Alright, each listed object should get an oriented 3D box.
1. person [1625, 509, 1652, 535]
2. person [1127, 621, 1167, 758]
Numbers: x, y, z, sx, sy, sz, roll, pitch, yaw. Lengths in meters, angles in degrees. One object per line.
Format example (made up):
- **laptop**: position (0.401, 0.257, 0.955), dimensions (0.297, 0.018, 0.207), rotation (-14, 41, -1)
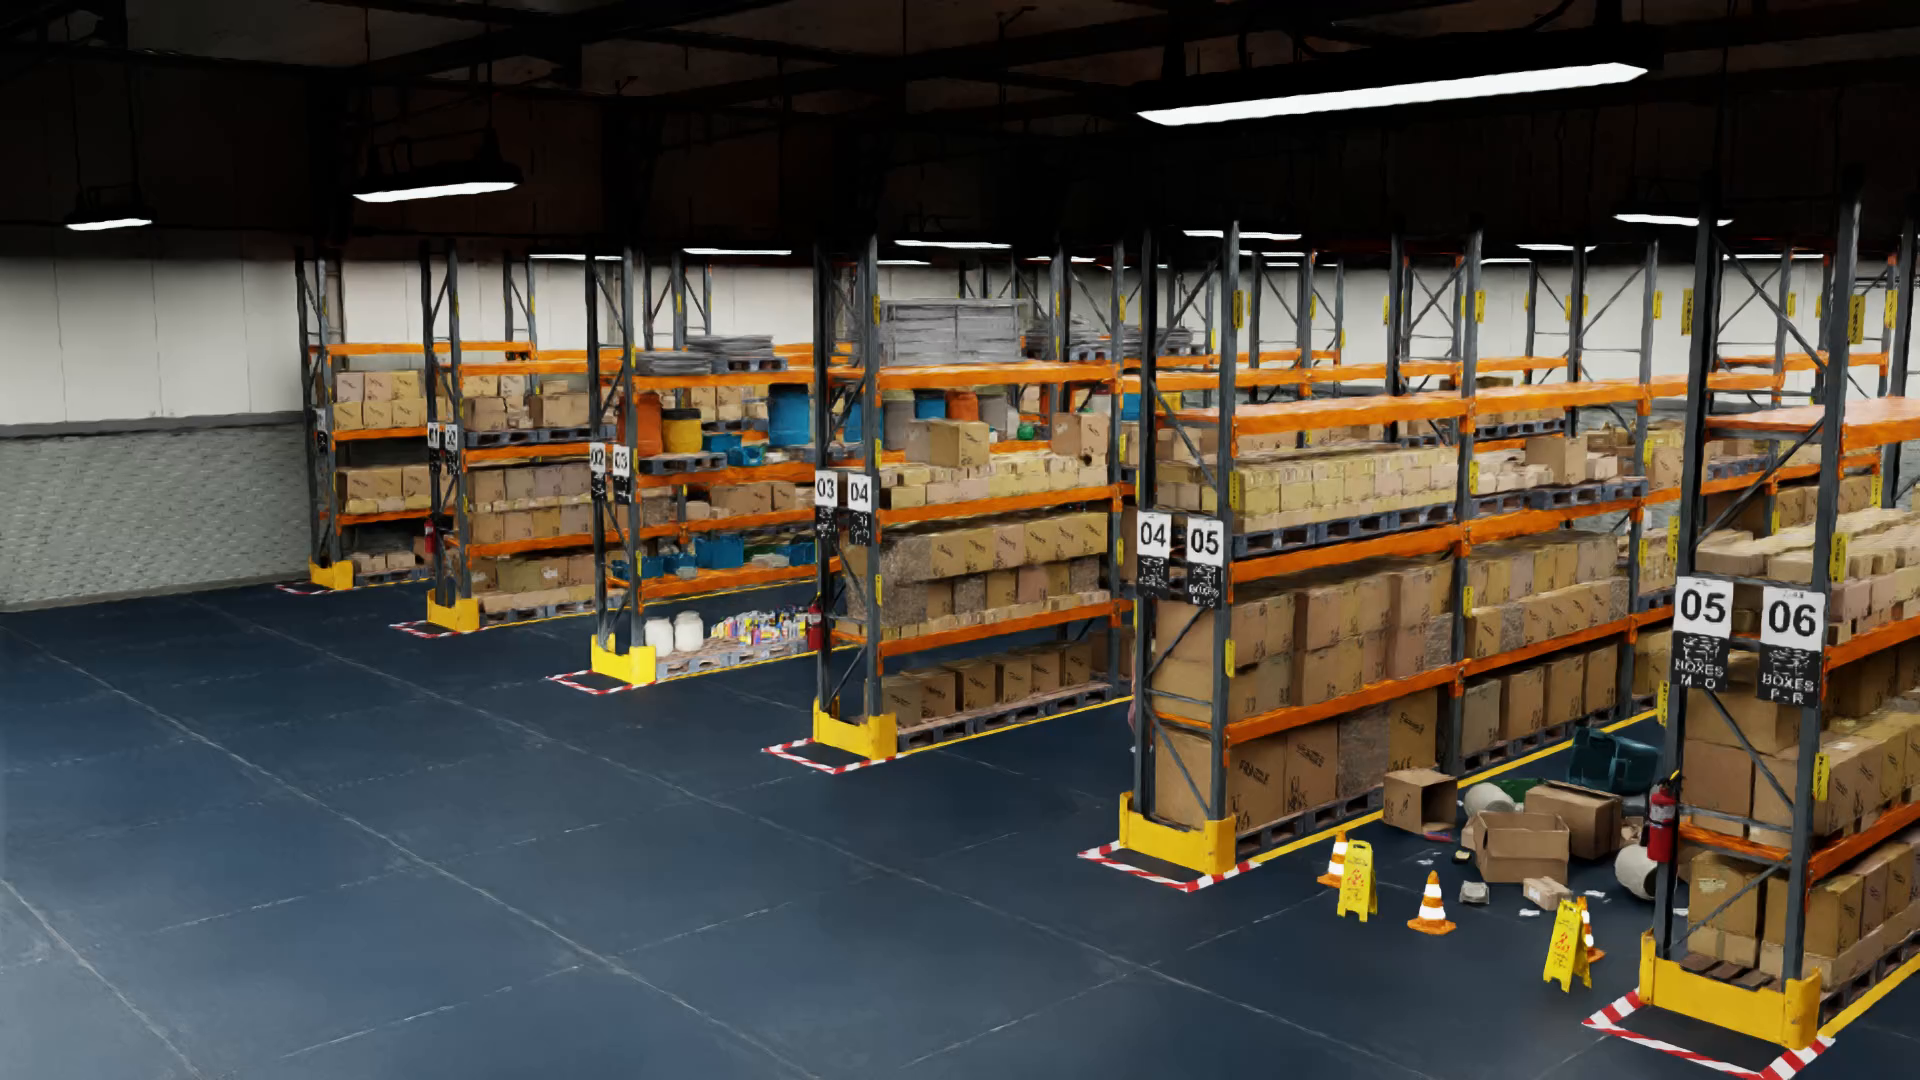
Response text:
- **person**: position (11.649, 0.081, 28.683), dimensions (0.661, 1.767, 0.390), rotation (-6, 10, -34)
- **person**: position (2.139, 1.657, 18.614), dimensions (0.507, 1.619, 0.598), rotation (-8, 12, -44)
